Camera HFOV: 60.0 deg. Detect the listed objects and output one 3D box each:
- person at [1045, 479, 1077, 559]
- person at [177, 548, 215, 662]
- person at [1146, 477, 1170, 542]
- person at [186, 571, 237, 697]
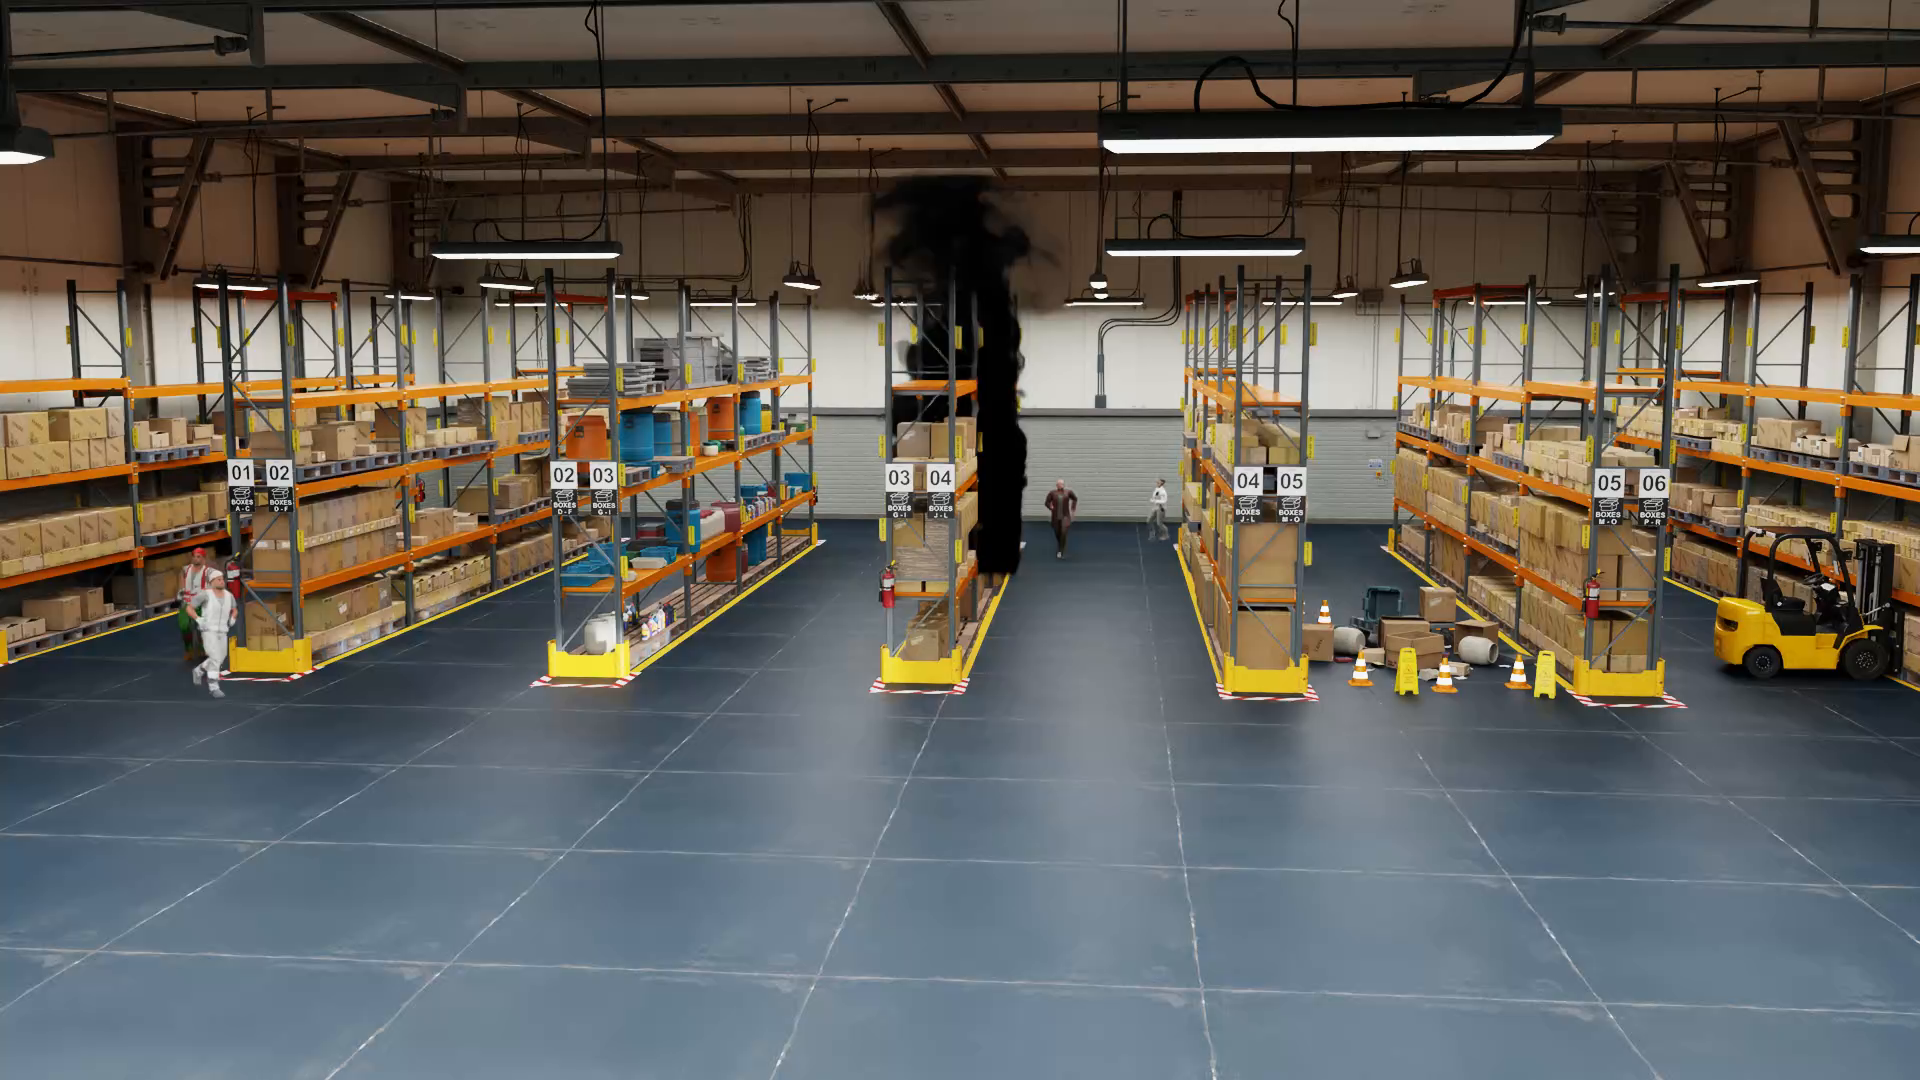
[{"bbox_3d":[2.297,-0.512,38.047,0.723,1.765,1.126,1,7,11],"label":"person"},{"bbox_3d":[-11.839,1.001,25.838,0.646,1.778,0.702,-1,7,-5],"label":"person"},{"bbox_3d":[4.933,-0.717,40.767,0.656,1.687,0.754,-3,7,-20],"label":"person"},{"bbox_3d":[-10.553,1.299,23.537,0.794,1.744,0.704,5,9,36],"label":"person"}]
